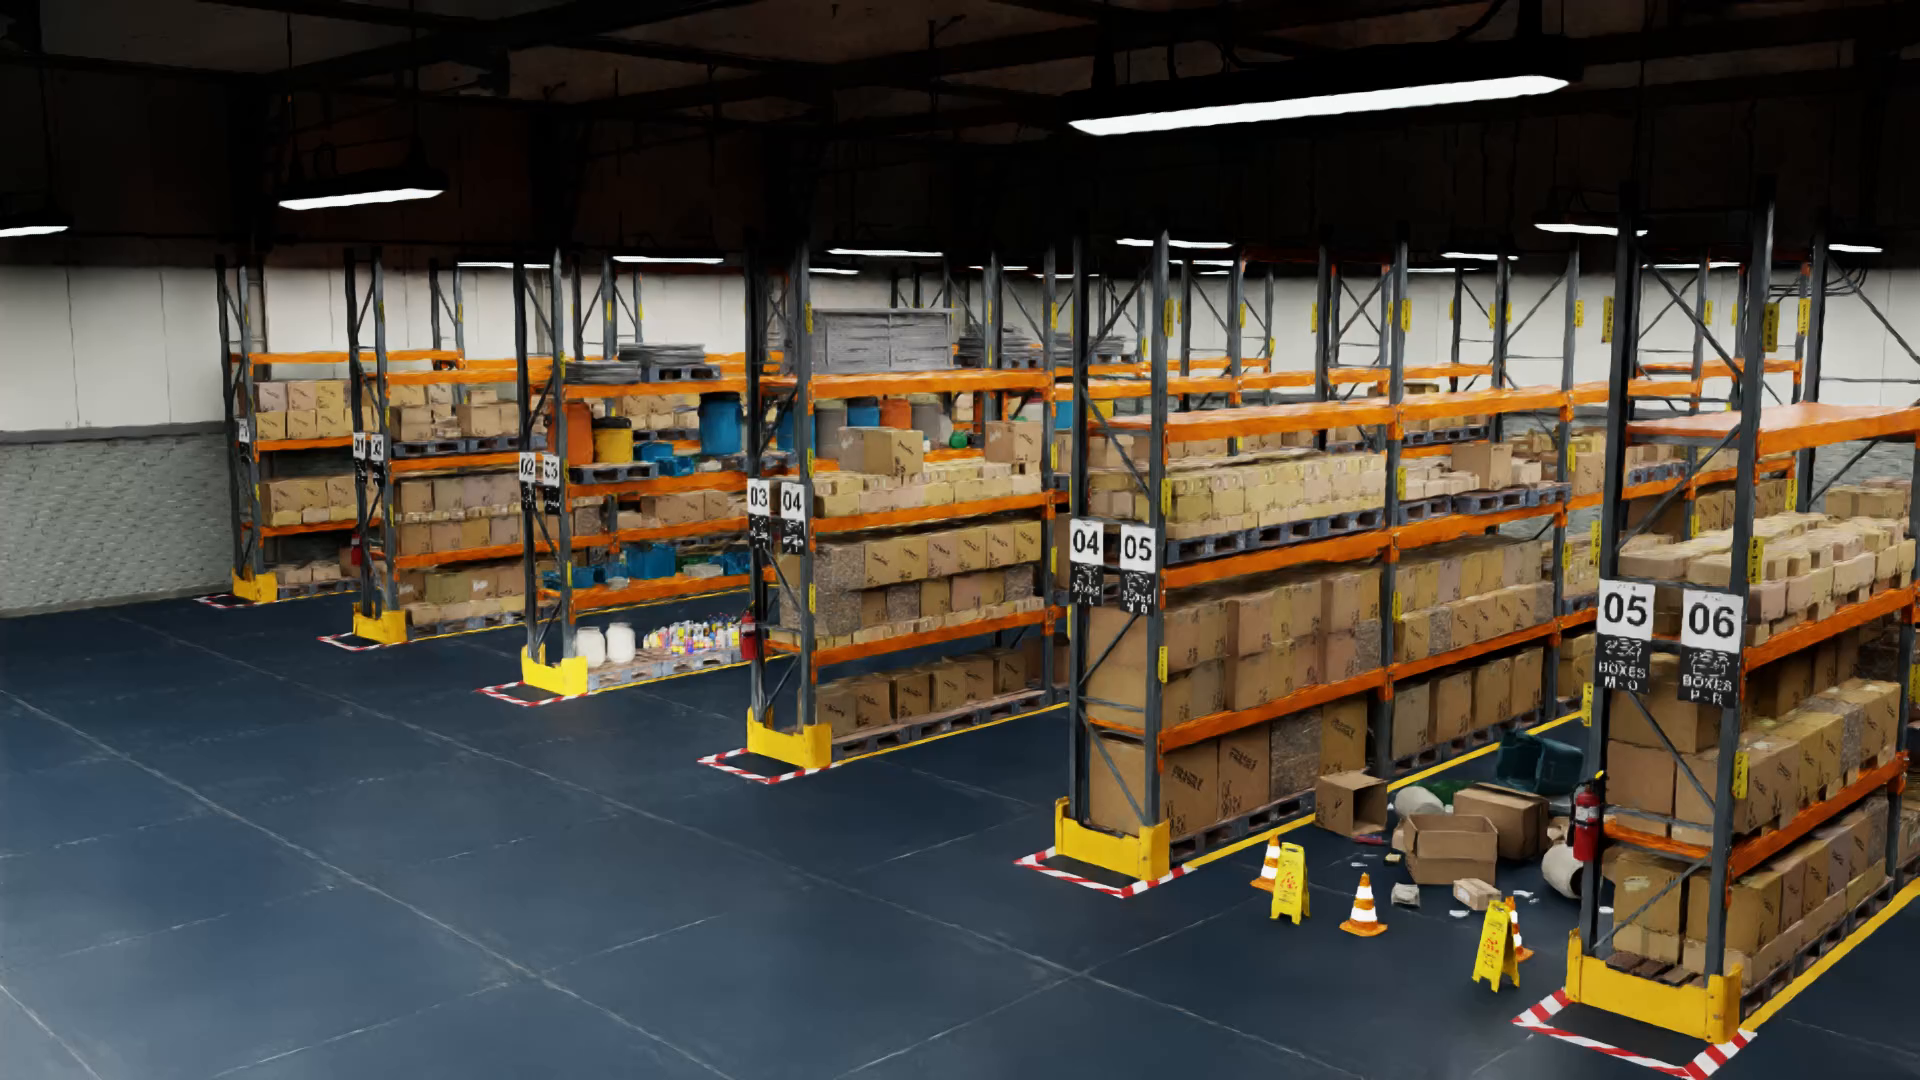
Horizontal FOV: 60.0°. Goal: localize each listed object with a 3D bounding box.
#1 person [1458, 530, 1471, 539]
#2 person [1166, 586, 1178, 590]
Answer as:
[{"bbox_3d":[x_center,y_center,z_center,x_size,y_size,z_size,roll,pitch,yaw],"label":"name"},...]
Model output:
[{"bbox_3d":[8.198,0.583,27.003,1.037,1.517,0.417,-7,11,-42],"label":"person"},{"bbox_3d":[2.727,1.309,21.472,0.445,1.652,0.580,2,8,15],"label":"person"}]
